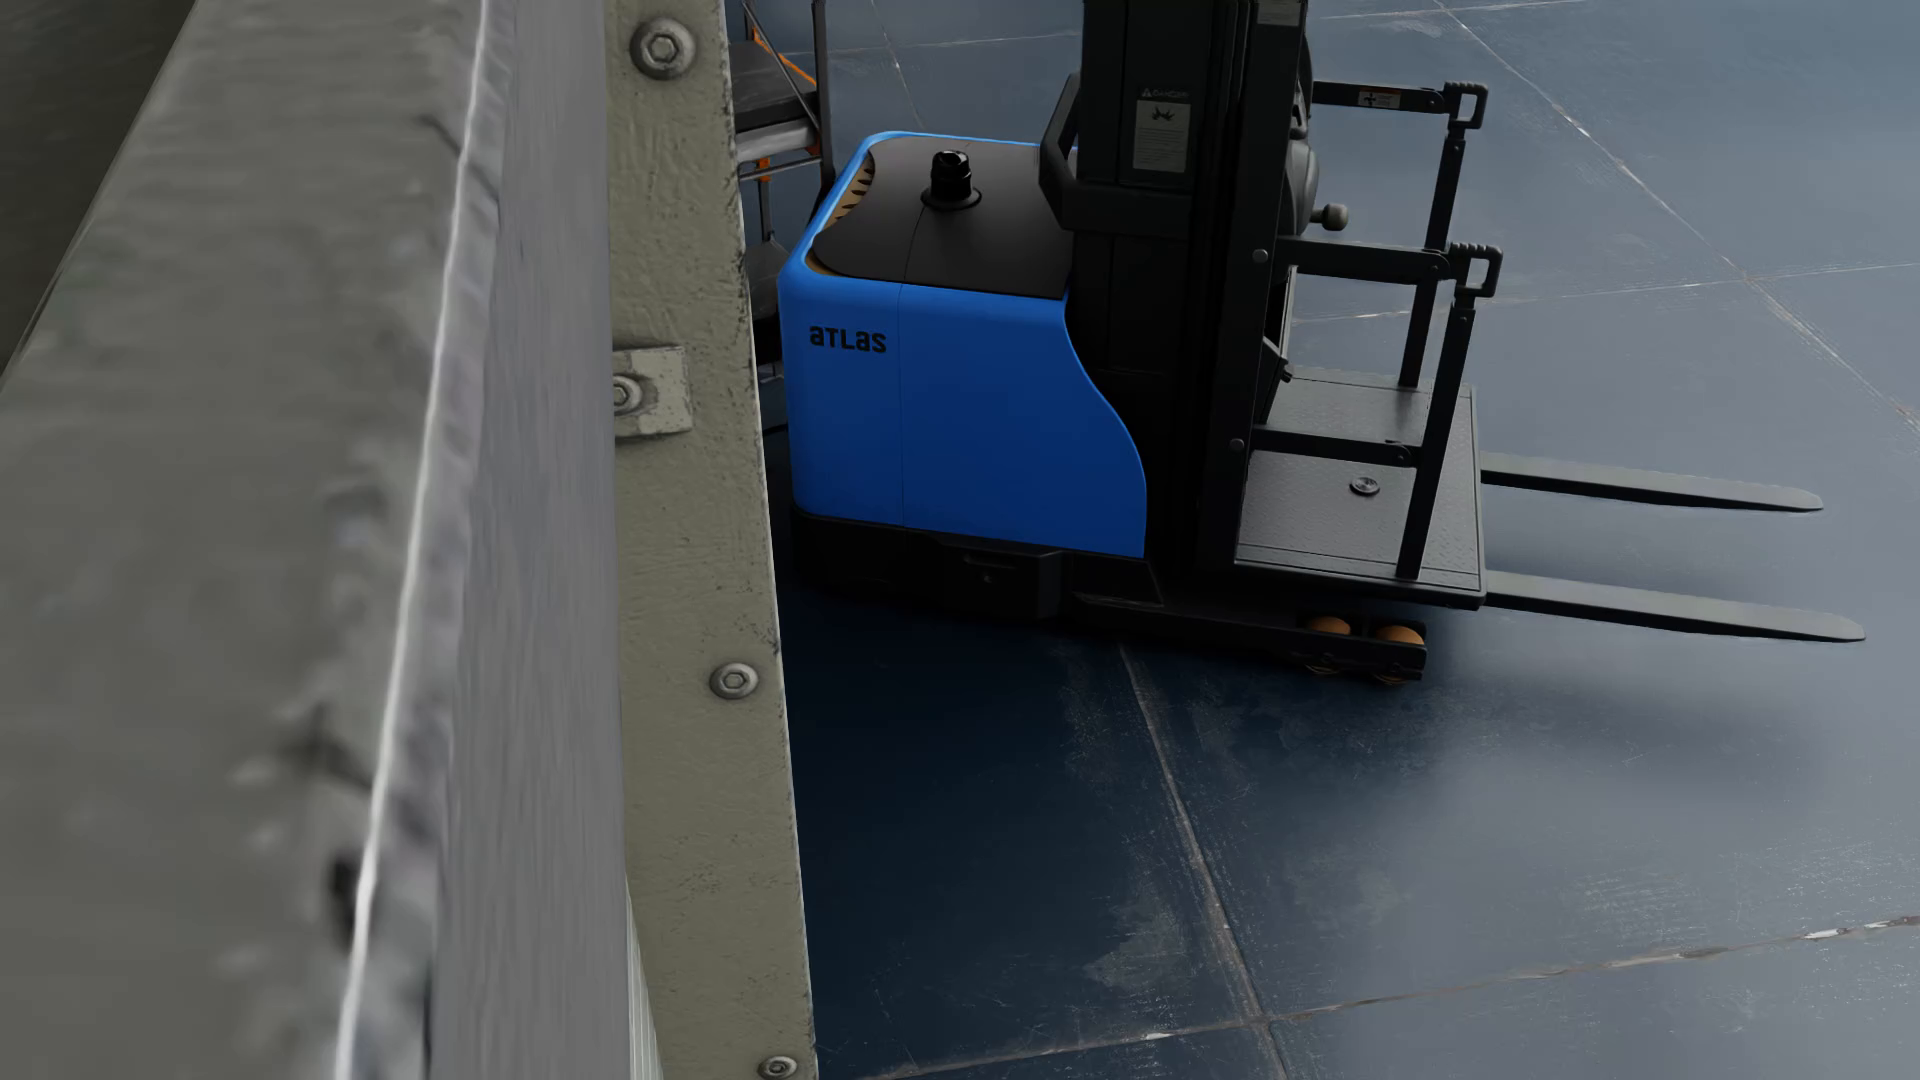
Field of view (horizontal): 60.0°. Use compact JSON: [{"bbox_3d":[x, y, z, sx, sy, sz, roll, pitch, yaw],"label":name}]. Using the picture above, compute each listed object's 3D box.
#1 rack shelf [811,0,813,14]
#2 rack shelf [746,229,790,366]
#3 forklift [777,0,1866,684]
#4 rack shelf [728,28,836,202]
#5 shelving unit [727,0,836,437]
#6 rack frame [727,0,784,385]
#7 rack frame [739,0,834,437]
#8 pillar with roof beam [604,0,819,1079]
[{"bbox_3d":[-0.685,-1.767,4.694,0.431,0.518,0.480,-20,42,-24],"label":"rack shelf"},{"bbox_3d":[-0.685,-0.661,5.553,0.431,0.518,0.480,-20,42,-24],"label":"rack shelf"},{"bbox_3d":[1.065,-1.107,4.286,3.031,2.935,1.130,8,38,10],"label":"forklift"},{"bbox_3d":[-0.685,-1.214,5.124,0.431,0.518,0.480,-20,42,-24],"label":"rack shelf"},{"bbox_3d":[-0.685,-1.225,5.115,0.431,2.100,0.503,-20,42,-24],"label":"shelving unit"},{"bbox_3d":[-0.811,-1.353,5.281,0.400,2.100,0.015,-20,42,-24],"label":"rack frame"},{"bbox_3d":[-0.560,-1.097,4.950,0.400,2.100,0.015,-20,42,-24],"label":"rack frame"},{"bbox_3d":[3.768,-2.785,1.500,9.100,9.000,0.400,-6,38,-8],"label":"pillar with roof beam"}]
